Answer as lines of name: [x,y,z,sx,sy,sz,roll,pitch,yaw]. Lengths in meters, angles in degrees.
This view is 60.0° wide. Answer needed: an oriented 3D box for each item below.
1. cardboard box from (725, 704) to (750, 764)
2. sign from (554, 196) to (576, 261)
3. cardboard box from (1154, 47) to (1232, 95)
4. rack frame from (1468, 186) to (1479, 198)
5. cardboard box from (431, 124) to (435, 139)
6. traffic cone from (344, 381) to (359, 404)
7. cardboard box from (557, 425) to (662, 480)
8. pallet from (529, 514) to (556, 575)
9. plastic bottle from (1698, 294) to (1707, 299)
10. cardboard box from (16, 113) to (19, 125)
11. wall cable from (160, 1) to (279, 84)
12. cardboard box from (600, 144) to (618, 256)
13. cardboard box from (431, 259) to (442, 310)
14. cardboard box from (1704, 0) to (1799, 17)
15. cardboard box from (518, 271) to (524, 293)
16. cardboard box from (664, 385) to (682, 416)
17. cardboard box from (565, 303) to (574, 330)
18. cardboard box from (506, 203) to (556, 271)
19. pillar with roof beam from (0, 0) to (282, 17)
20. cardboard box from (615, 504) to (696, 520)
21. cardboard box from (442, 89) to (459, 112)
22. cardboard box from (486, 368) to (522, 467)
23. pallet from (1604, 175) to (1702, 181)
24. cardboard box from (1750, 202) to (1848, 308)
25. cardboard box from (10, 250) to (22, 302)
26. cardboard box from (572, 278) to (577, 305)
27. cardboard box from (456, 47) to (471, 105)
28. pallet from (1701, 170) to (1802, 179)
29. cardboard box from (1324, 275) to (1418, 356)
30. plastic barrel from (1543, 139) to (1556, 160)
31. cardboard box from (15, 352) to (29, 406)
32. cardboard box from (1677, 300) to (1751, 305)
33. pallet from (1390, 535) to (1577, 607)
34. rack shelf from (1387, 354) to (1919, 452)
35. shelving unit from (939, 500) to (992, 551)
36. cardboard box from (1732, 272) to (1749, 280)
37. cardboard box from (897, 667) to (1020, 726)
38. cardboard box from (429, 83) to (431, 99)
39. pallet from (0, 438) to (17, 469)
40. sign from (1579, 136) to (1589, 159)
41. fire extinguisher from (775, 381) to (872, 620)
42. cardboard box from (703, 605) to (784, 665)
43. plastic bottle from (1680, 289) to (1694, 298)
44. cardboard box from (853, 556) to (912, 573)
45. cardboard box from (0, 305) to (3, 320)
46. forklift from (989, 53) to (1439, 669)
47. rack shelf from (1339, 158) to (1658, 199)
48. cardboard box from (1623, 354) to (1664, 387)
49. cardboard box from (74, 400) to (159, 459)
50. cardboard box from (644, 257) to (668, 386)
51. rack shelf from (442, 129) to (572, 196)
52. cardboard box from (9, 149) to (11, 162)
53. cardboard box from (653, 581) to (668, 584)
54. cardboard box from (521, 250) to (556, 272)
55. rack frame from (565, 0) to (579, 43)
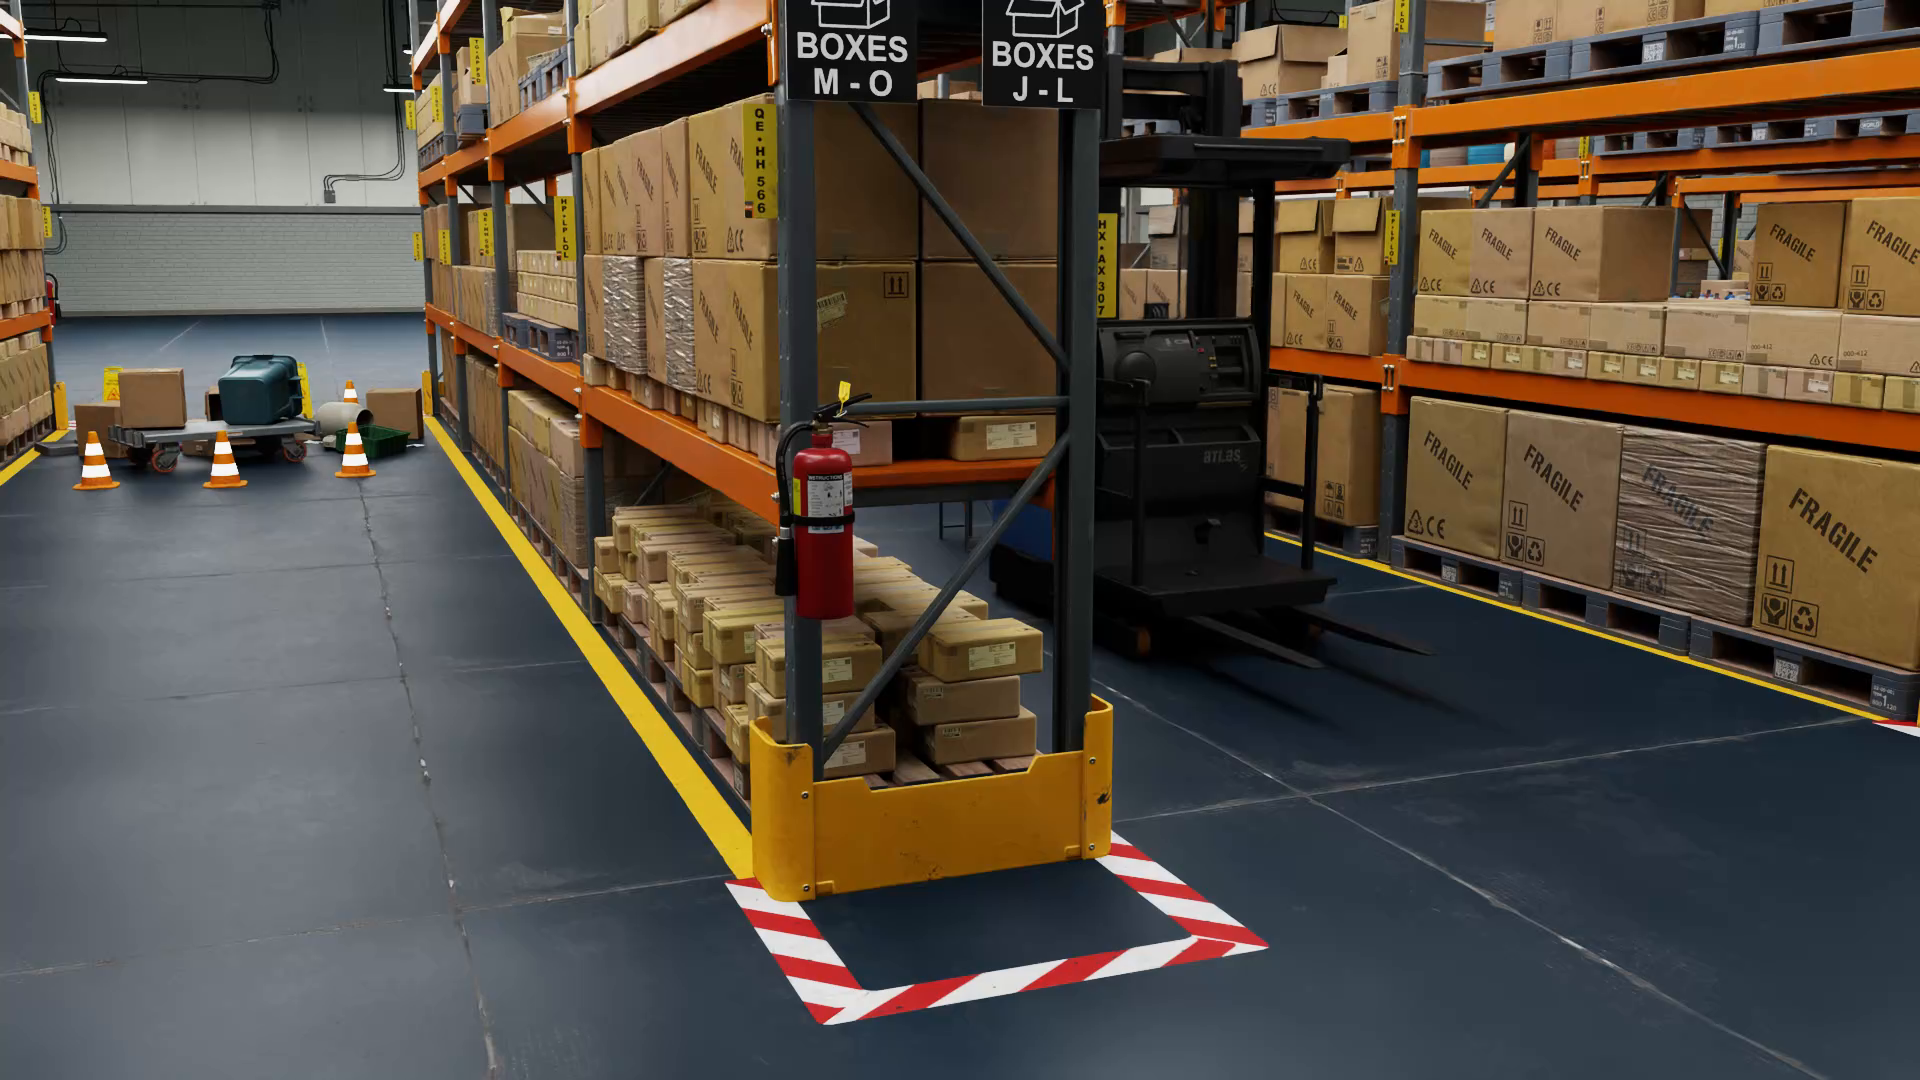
cardboard box: [-0.629,0.681,5.968,0.380,0.149,0.250,-4,11,-19]
sign: [-2.022,-1.595,8.515,0.100,0.325,0.005,-4,11,-21]
cardboard box: [1.993,-3.651,13.322,0.797,0.503,0.637,-3,11,-18]
rack frame: [8.040,-3.946,25.037,1.000,3.000,0.127,-4,11,-21]
cardboard box: [-5.203,-4.180,17.024,0.380,0.149,0.250,-4,11,-20]
traffic cone: [-6.985,-1.593,19.057,0.336,0.463,0.334,-4,11,-21]
cardboard box: [-2.011,-0.511,9.527,0.500,0.250,0.500,-4,11,-22]
pallet: [-2.235,-0.014,10.897,1.003,0.211,1.213,-4,11,-21]
plastic bottle: [6.492,-2.016,14.556,0.097,0.271,0.097,0,10,0]
cardboard box: [-9.976,-4.353,17.204,0.380,0.149,0.250,-4,11,-20]
wall cable: [-20.944,-14.182,46.914,3.097,2.526,0.112,-4,11,-21]
cardboard box: [-1.367,-1.576,7.724,0.500,0.500,0.500,-4,11,-23]
cardboard box: [-5.372,-2.848,18.436,0.875,0.550,0.550,-4,11,-21]
cardboard box: [4.041,-2.750,7.981,0.700,0.500,0.500,-5,11,-25]
cardboard box: [-2.967,-1.851,11.932,0.380,0.149,0.250,-3,11,-18]
cardboard box: [-1.045,-0.617,7.042,0.380,0.149,0.250,-3,11,-19]
cardboard box: [-2.108,-1.320,9.794,0.380,0.149,0.250,-4,11,-24]
cardboard box: [-3.108,-2.329,12.807,0.700,0.500,0.500,-4,11,-21]
pillar with roof beam: [-22.503,-10.326,43.775,9.100,9.000,0.548,-4,11,-21]
cardboard box: [-1.574,-0.087,8.588,0.380,0.149,0.250,-3,11,-19]
cardboard box: [-4.822,-4.236,16.197,0.500,0.250,0.500,-4,11,-22]
cardboard box: [-3.412,-1.060,14.040,1.050,0.750,0.750,-4,11,-20]
pallet: [9.156,-4.863,21.885,1.003,0.211,1.213,-4,11,-21]
cardboard box: [4.307,-1.409,8.214,0.500,0.500,0.500,-4,11,-22]
cardboard box: [-9.456,-2.565,16.142,0.500,0.500,0.500,-4,11,-20]
cardboard box: [-2.018,-1.426,9.541,0.380,0.149,0.250,-3,11,-18]
cardboard box: [-3.846,-3.761,13.666,0.500,0.500,0.500,-4,11,-21]
pallet: [9.821,-4.532,20.315,0.805,0.209,1.217,-4,11,-23]
cardboard box: [2.730,-1.467,10.817,0.500,0.500,0.500,-4,11,-21]
plastic barrel: [5.988,-4.269,17.063,0.600,0.830,0.708,-4,11,-21]
cardboard box: [-9.335,-1.543,16.039,0.500,0.500,0.500,-3,11,-18]
cardboard box: [4.114,-1.126,8.761,0.500,0.250,0.500,-4,11,-22]
pallet: [3.357,0.143,10.013,1.003,0.211,1.213,-4,11,-21]
rack shelf: [3.879,-0.678,8.722,1.077,0.370,4.000,-4,11,-21]
shelving unit: [0.060,-0.564,11.163,0.258,1.200,0.503,-4,11,-21]
cardboard box: [12.536,-4.097,26.258,0.500,0.250,0.500,-4,11,-23]
cardboard box: [-0.007,0.541,5.906,0.380,0.149,0.250,-3,11,-19]
cardboard box: [-5.202,-4.573,16.954,0.380,0.149,0.250,-4,11,-21]
pallet: [-9.258,-0.770,15.147,1.003,0.211,1.213,-4,11,-21]
sign: [5.811,-3.715,15.475,0.100,0.325,0.005,-4,11,-21]
fire extinguisher: [-0.395,-0.116,4.790,0.296,0.674,0.183,-4,11,-21]
cardboard box: [-0.734,0.347,6.146,0.380,0.149,0.250,-4,11,-22]
plastic bottle: [6.865,-2.230,15.723,0.061,0.283,0.133,-4,11,-21]
cardboard box: [-0.425,0.176,7.110,0.380,0.149,0.250,-4,11,-20]
cardboard box: [-9.118,-2.106,15.411,0.380,0.149,0.250,-4,11,-19]
forklift: [1.216,-0.945,8.364,1.130,2.935,3.031,-4,11,-23]
rack shelf: [5.596,-3.775,17.567,1.077,0.370,4.000,-4,11,-21]
cardboard box: [3.614,-0.869,8.458,0.380,0.149,0.250,-4,11,-20]
cardboard box: [-8.102,-1.068,15.987,0.500,0.500,0.500,3,11,18]
cardboard box: [-1.004,-0.909,6.830,0.500,0.500,0.500,-3,11,-18]
rack shelf: [-3.680,-3.163,14.123,1.077,0.370,4.000,-4,11,-21]
cardboard box: [-9.692,-3.834,16.561,0.380,0.149,0.250,-4,11,-21]
cardboard box: [-1.202,0.233,7.637,0.380,0.149,0.250,-3,11,-18]
cardboard box: [-2.868,-1.958,11.682,0.380,0.149,0.250,-4,11,-22]
rack frame: [-1.506,-4.014,8.292,1.000,3.000,0.127,-4,11,-21]
